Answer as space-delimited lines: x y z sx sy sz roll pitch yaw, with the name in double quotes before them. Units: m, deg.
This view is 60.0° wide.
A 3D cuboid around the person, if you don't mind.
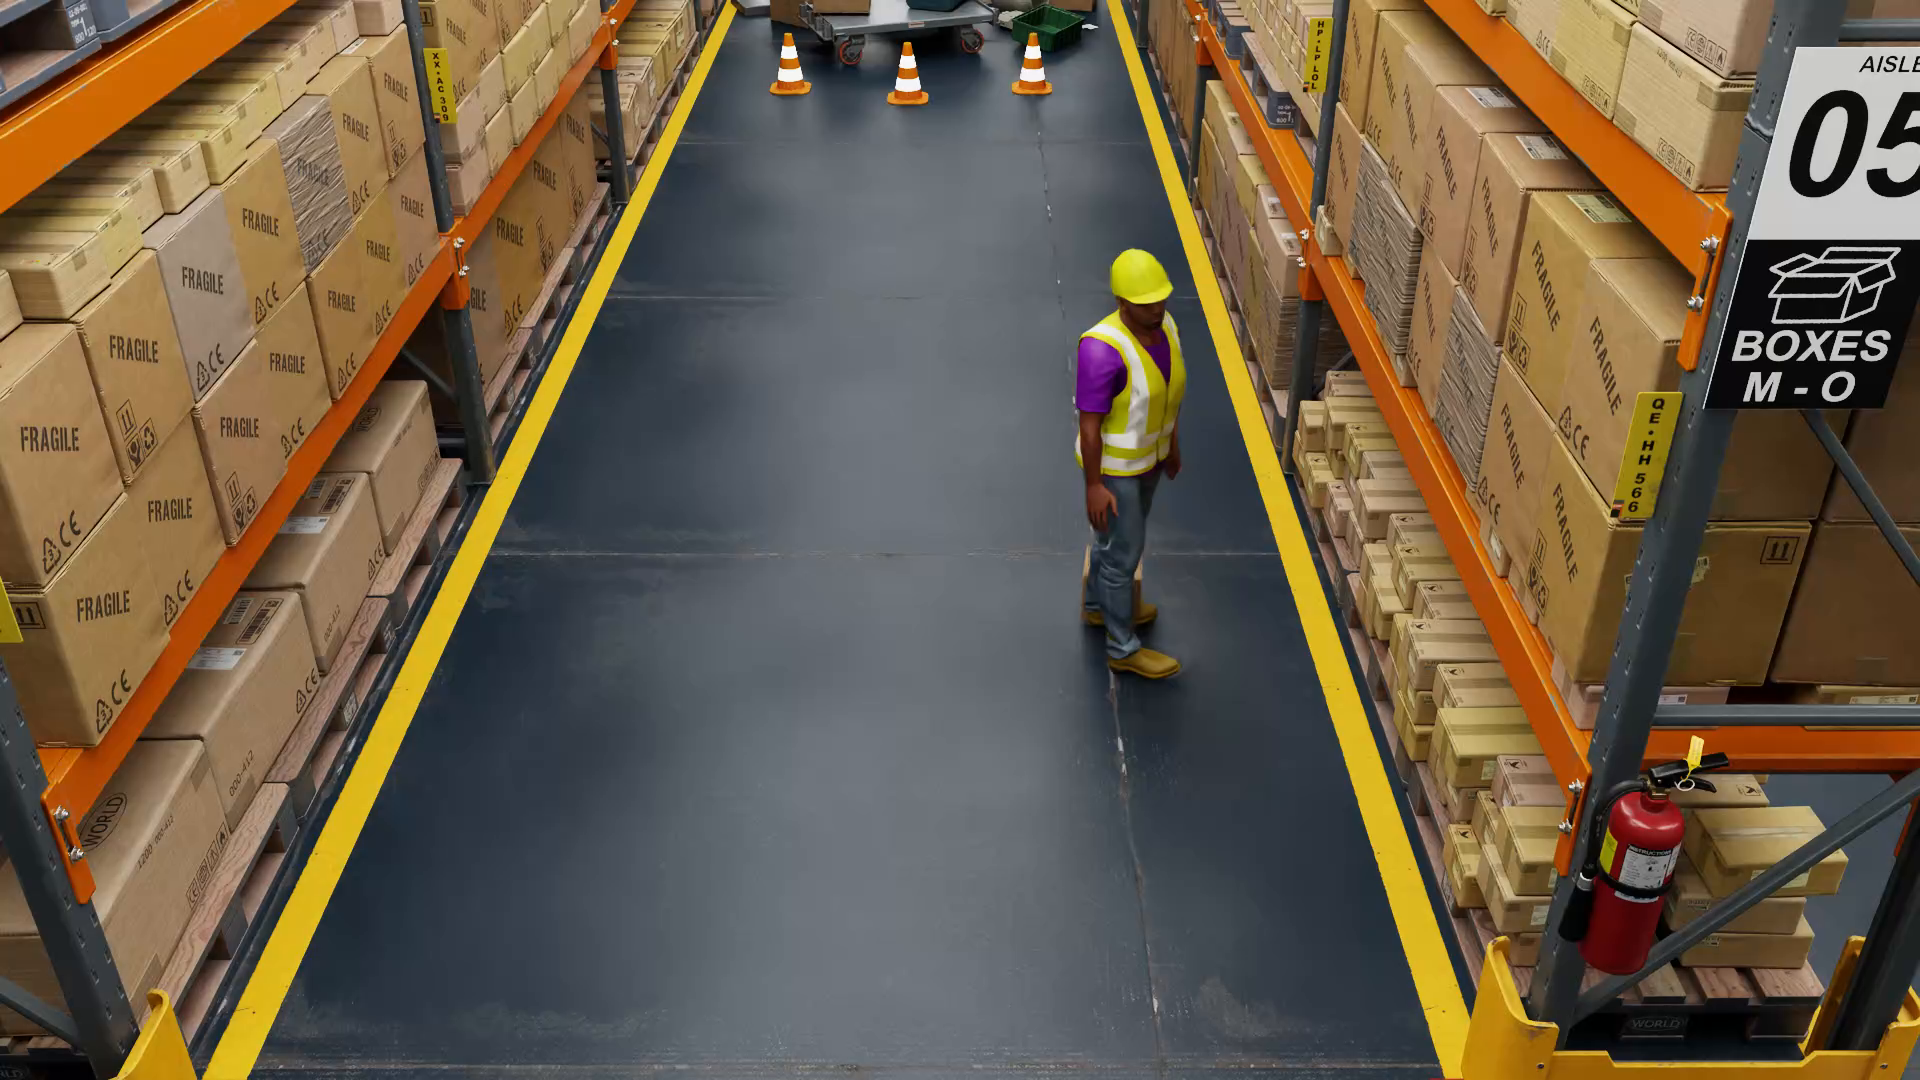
"person" 0.711 -0.290 6.539 0.560 1.763 0.651 20 36 29
